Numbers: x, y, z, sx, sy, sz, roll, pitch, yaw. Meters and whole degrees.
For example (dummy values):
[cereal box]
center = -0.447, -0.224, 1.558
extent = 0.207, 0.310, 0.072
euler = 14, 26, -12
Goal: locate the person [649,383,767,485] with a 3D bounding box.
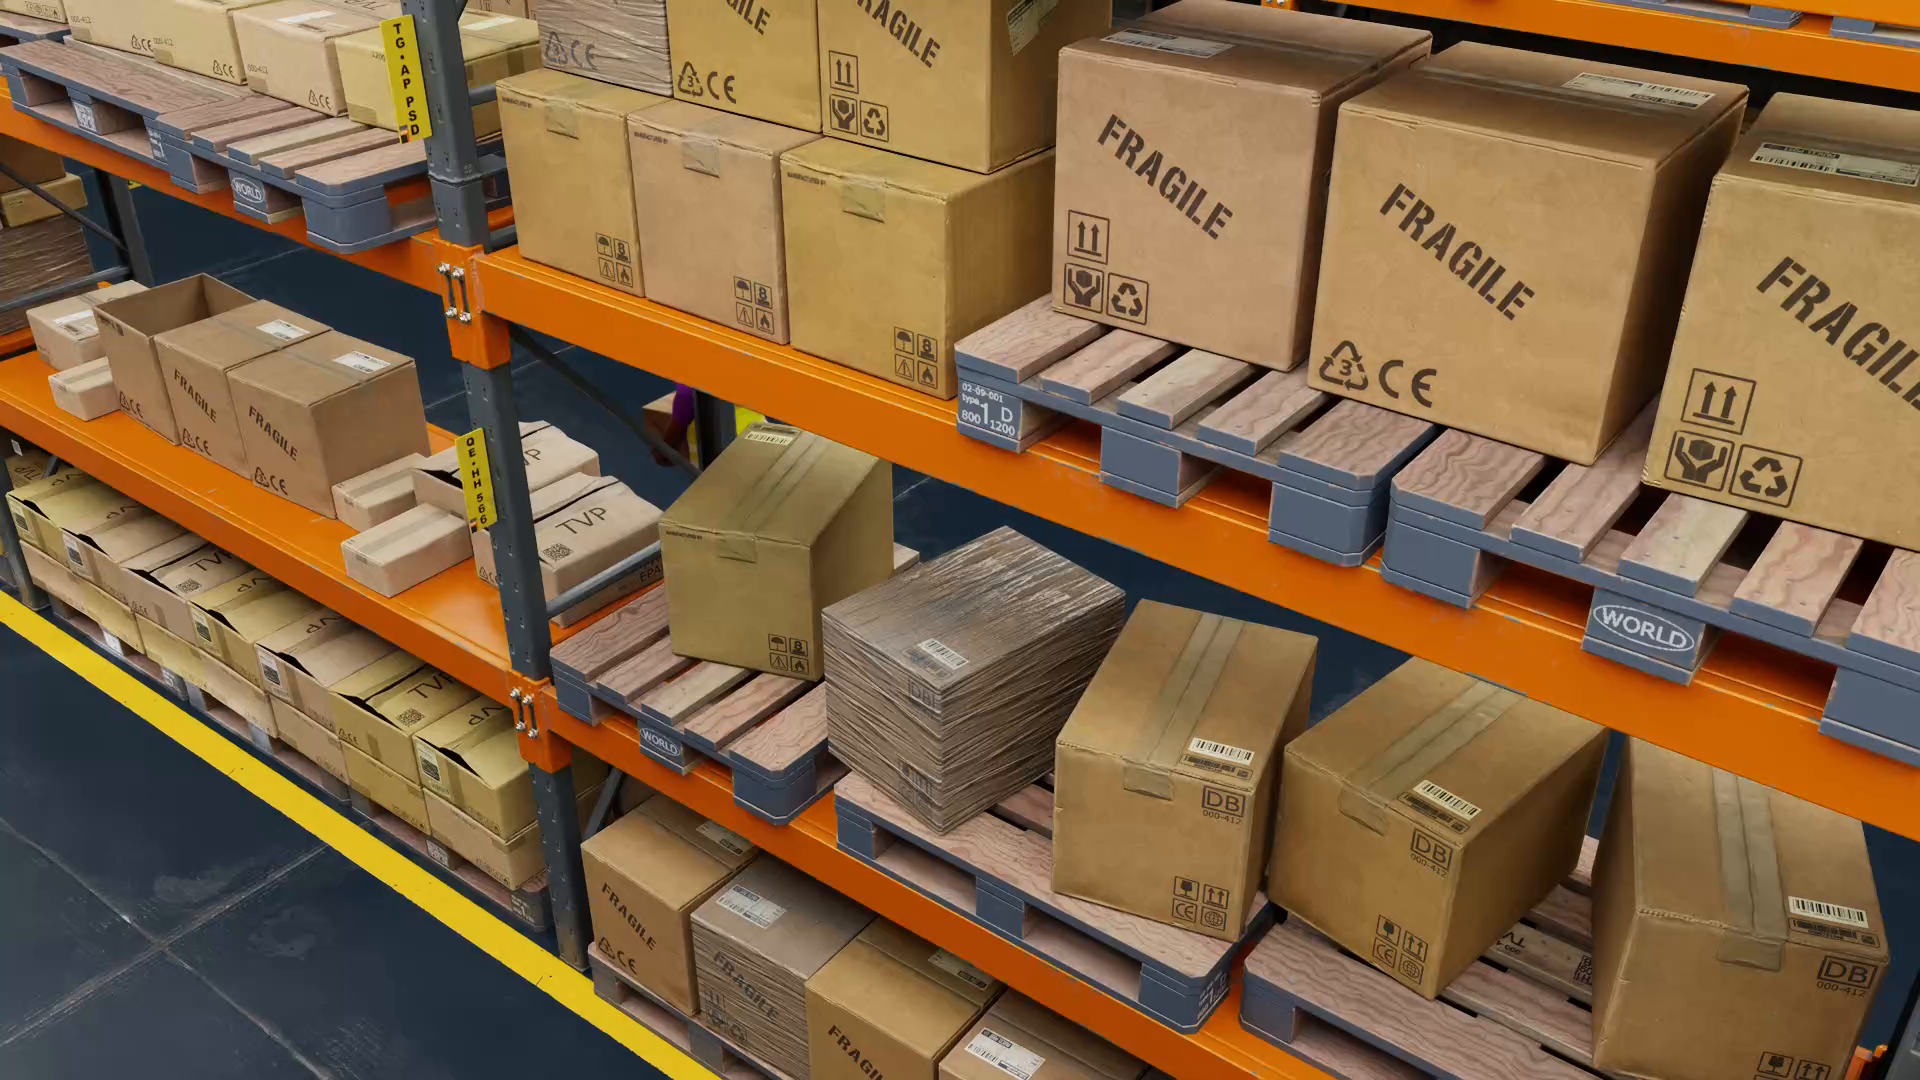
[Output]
[person]
center = -1.151, -0.362, 7.719
extent = 0.559, 1.763, 0.505
euler = 20, 36, 30
